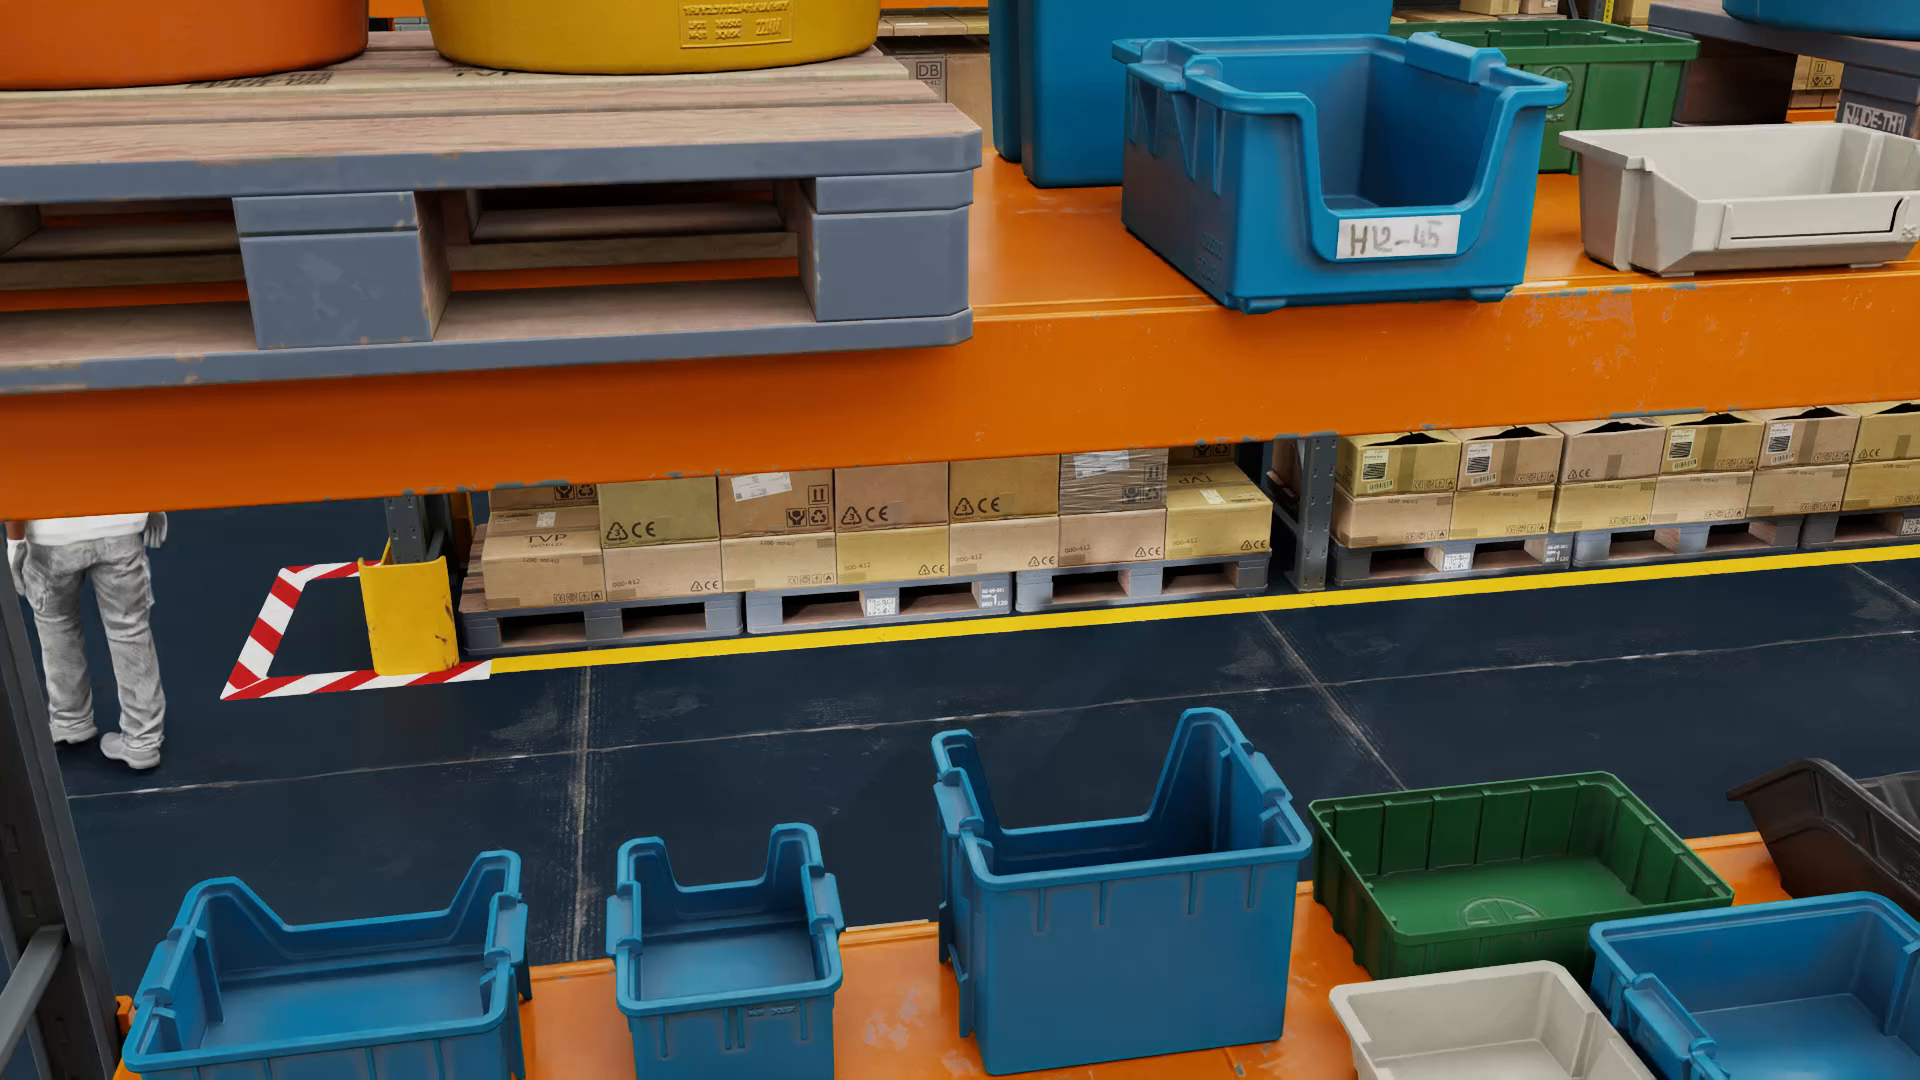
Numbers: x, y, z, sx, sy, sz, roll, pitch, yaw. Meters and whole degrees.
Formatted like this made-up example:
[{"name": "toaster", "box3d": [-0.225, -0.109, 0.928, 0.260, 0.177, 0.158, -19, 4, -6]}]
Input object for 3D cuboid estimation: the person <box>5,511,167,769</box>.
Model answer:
[{"name": "person", "box3d": [-3.216, -0.032, 6.145, 0.626, 1.798, 0.604, -19, 29, -37]}]
